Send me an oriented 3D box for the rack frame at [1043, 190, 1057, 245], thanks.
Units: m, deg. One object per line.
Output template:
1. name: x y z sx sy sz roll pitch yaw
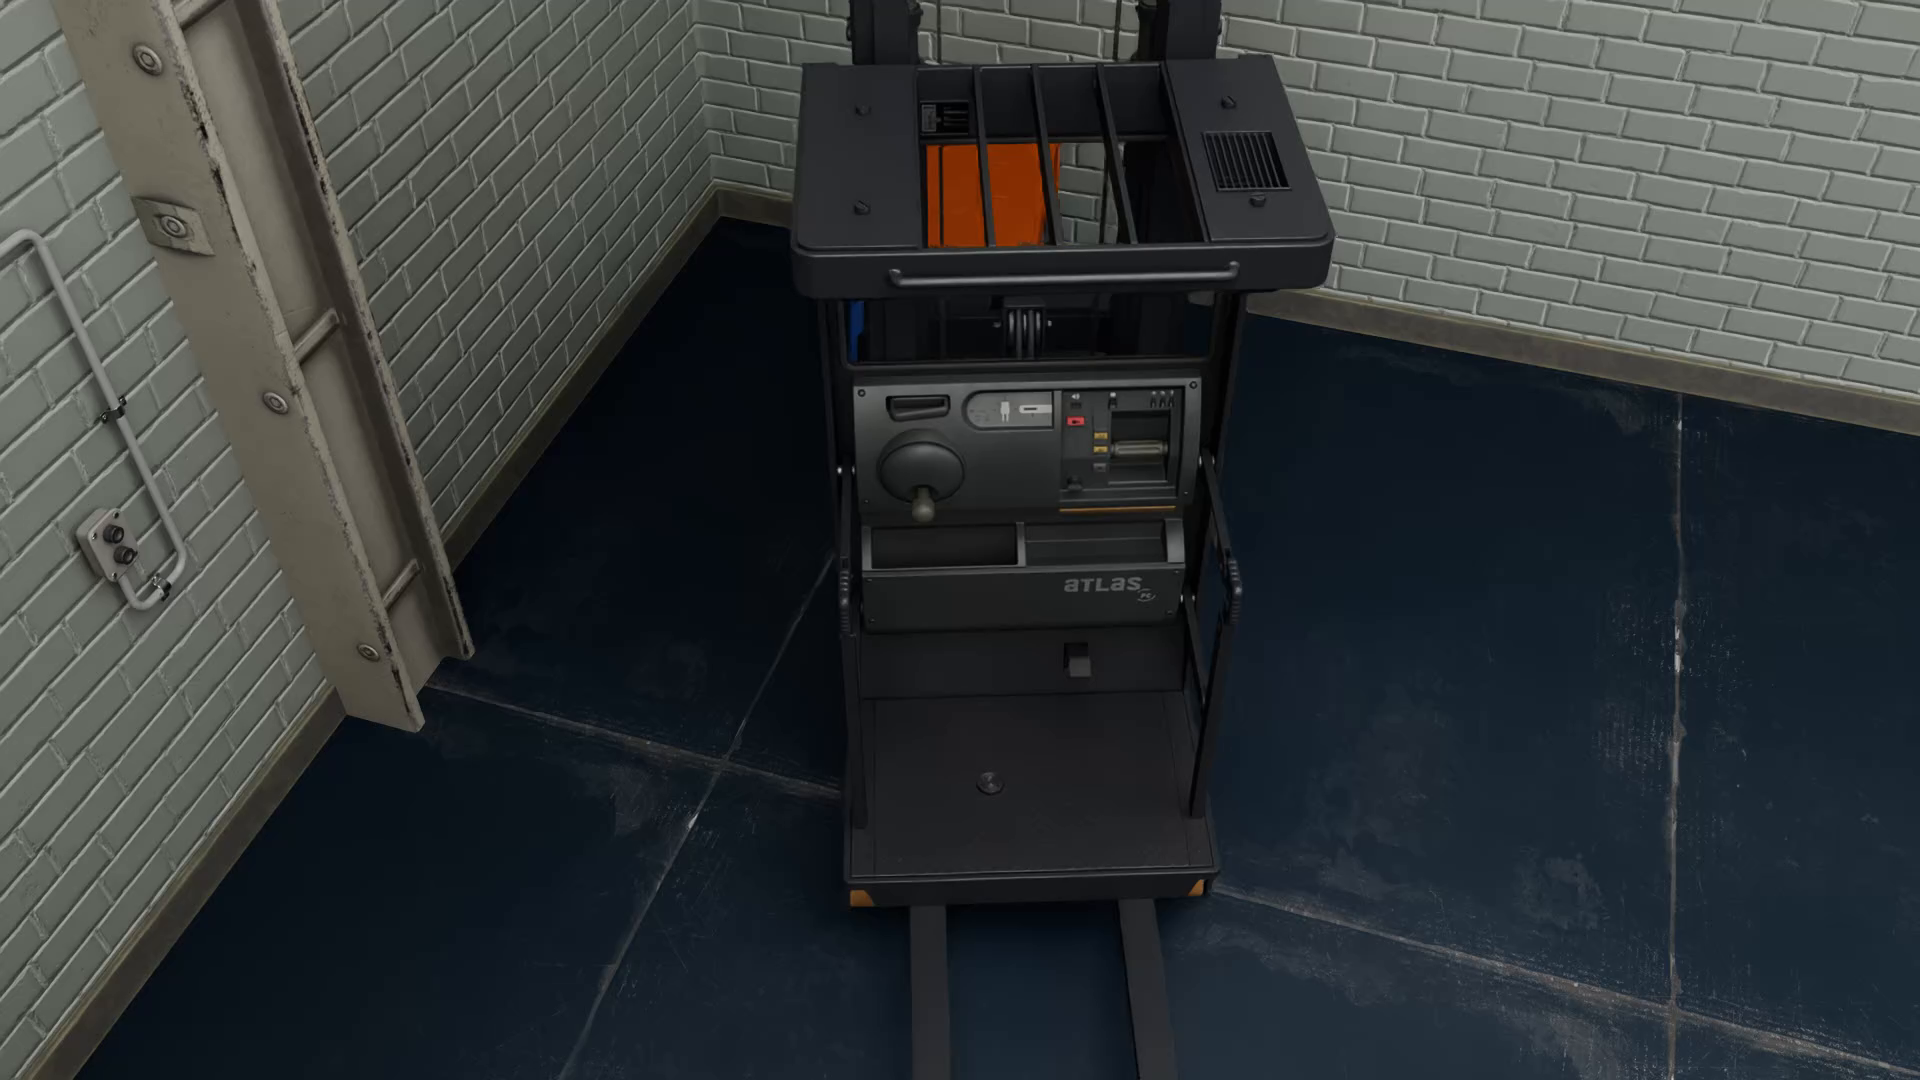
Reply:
1. rack frame: 0.142 -1.338 6.813 0.500 1.125 0.032 6 45 6

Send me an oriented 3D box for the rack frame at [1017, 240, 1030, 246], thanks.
1. rack frame: -0.010 -0.635 6.095 0.500 1.125 0.032 6 45 6

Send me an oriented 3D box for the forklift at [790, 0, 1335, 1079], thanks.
1. forklift: 0.191 -0.160 4.318 1.130 2.935 3.031 -1 44 -2

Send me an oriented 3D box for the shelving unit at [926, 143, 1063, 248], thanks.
1. shelving unit: 0.066 -0.987 6.454 0.538 1.125 1.048 6 45 6

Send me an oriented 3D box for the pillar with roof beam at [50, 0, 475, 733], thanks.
1. pillar with roof beam: 2.193 -1.821 1.677 9.100 9.000 0.400 13 46 13

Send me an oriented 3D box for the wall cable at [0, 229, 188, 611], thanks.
1. wall cable: -2.417 -0.022 3.402 0.084 1.984 1.851 13 46 13

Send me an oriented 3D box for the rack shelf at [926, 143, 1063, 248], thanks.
1. rack shelf: 0.066 -1.196 6.249 0.538 0.278 1.000 6 45 6
